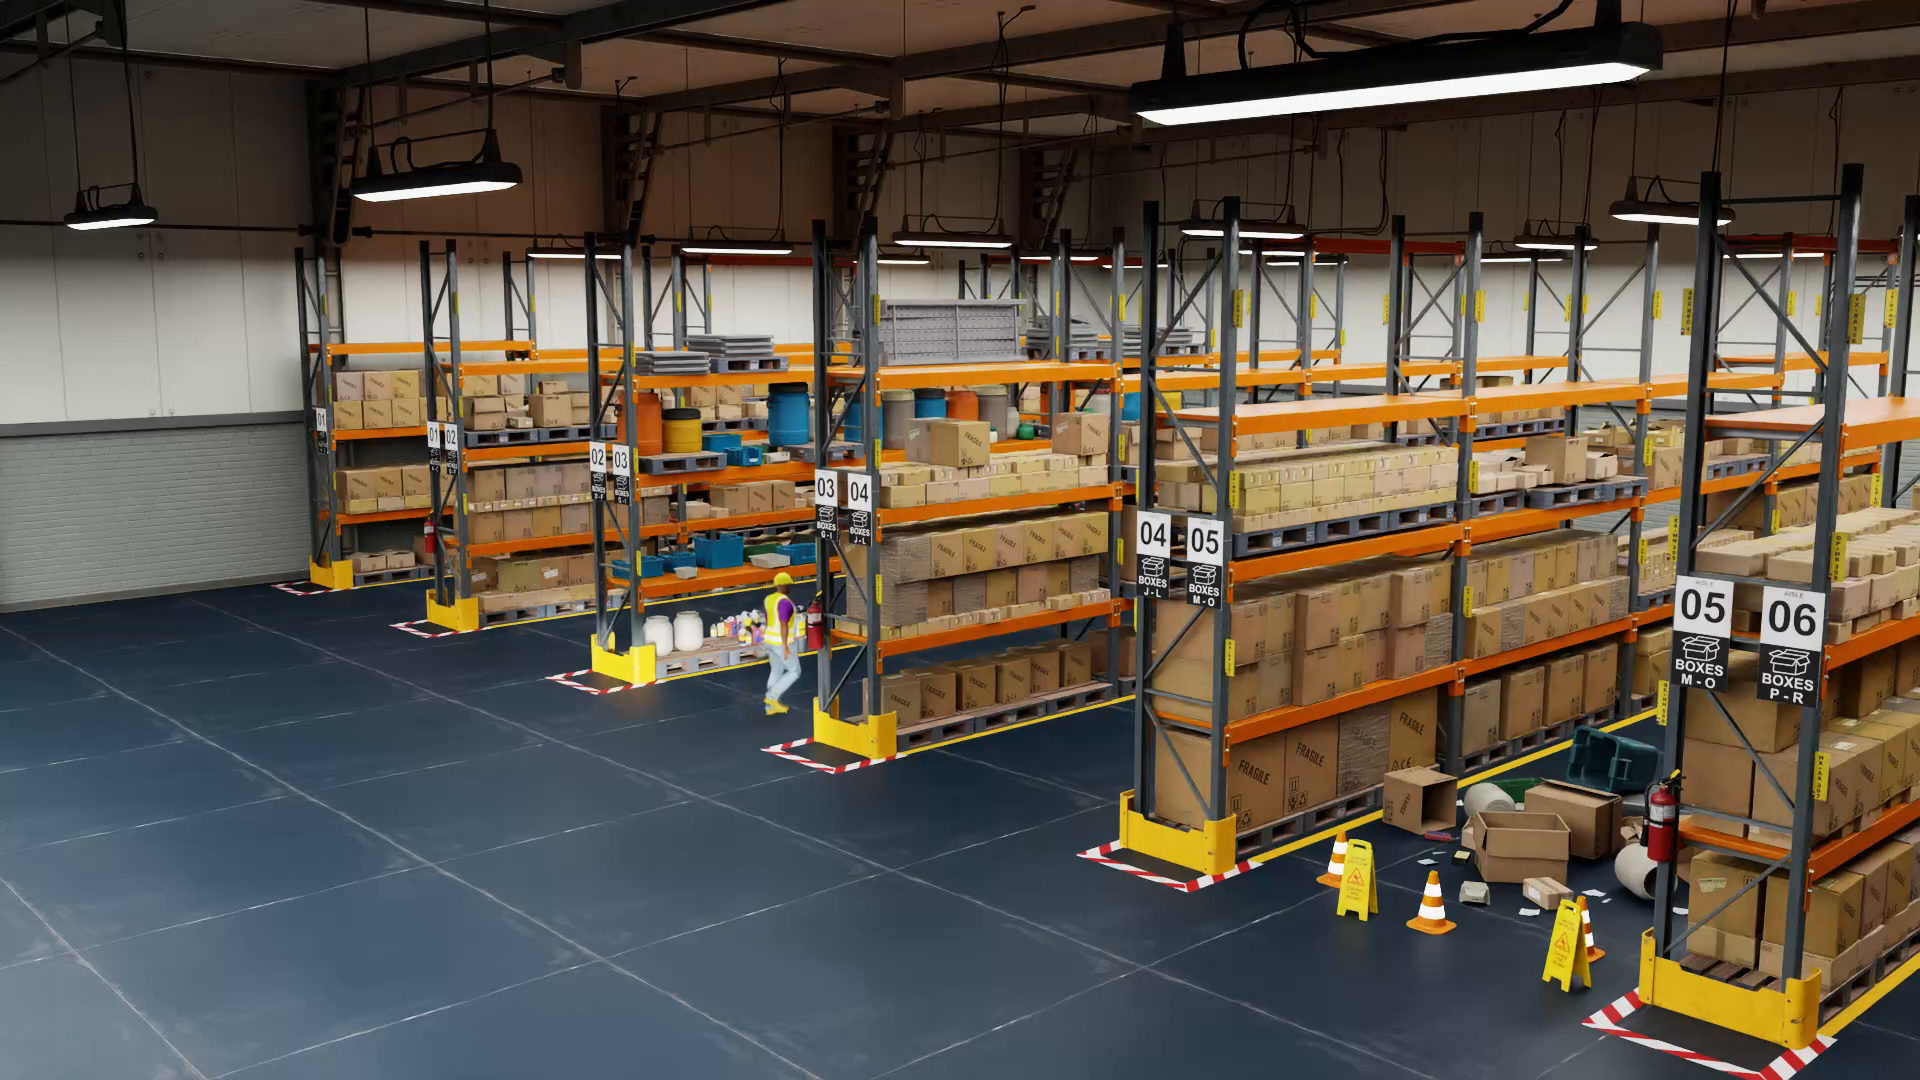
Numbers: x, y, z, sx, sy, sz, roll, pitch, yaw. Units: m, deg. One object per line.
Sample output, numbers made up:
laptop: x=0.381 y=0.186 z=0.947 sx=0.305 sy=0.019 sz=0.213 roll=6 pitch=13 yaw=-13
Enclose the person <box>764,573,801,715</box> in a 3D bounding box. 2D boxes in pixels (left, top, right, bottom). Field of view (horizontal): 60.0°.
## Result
person: x=-2.247 y=1.284 z=20.582 sx=0.514 sy=1.753 sz=0.618 roll=-5 pitch=10 yaw=-31
